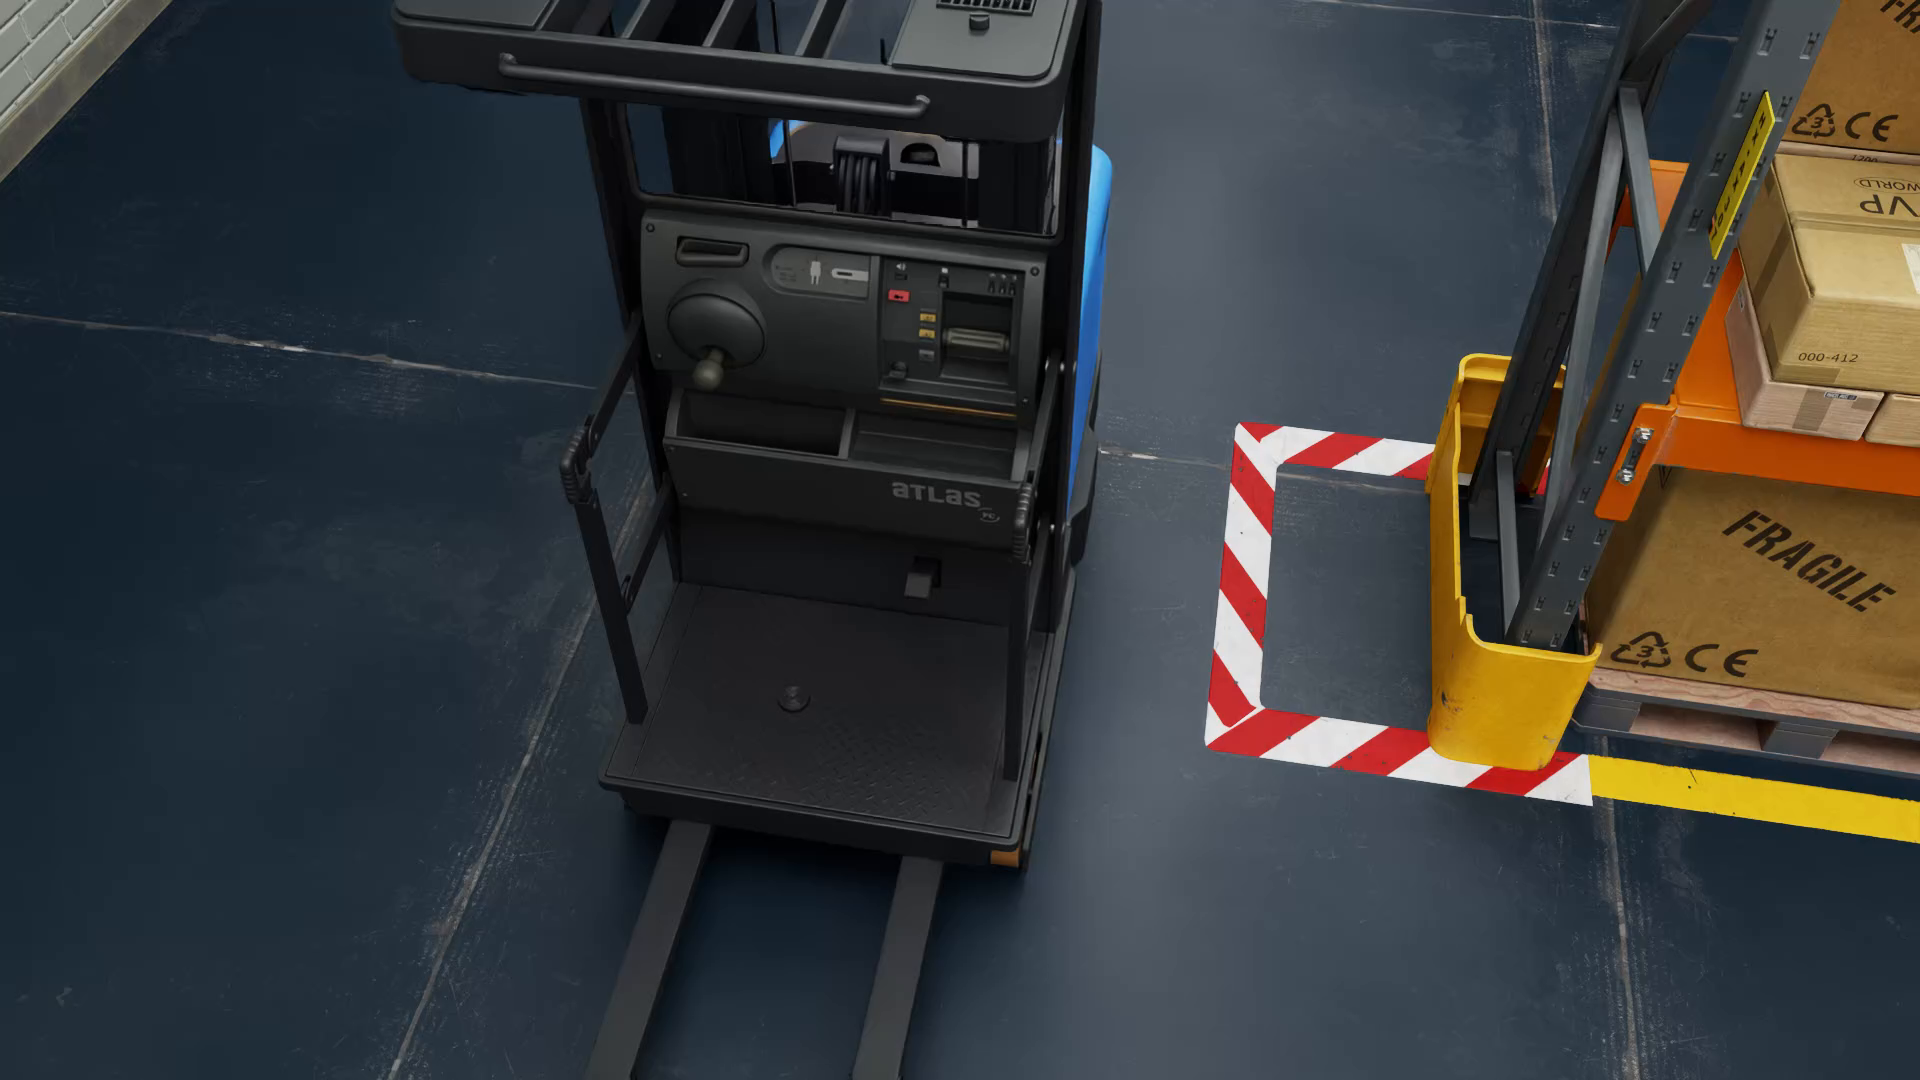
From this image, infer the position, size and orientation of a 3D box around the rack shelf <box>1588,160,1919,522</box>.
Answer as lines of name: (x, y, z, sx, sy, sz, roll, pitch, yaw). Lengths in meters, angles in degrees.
rack shelf: (3.588, -0.288, 3.976, 4.000, 0.370, 1.077, 8, 49, 7)

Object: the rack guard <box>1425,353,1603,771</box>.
rack guard: (1.596, 0.039, 4.879, 0.348, 0.500, 1.175, 8, 49, 7)

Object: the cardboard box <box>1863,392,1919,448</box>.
cardboard box: (2.163, -0.388, 3.751, 0.250, 0.149, 0.380, 7, 48, 6)

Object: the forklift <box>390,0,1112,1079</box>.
forklift: (-0.308, -0.407, 3.645, 1.130, 2.935, 3.031, 8, 49, 7)

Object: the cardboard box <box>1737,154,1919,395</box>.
cardboard box: (2.044, -0.581, 3.656, 0.500, 0.250, 0.500, 7, 48, 6)

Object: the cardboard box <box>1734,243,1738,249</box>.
cardboard box: (2.028, -0.903, 4.214, 0.250, 0.149, 0.380, 9, 49, 8)

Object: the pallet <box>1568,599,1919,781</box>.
pallet: (2.420, 0.188, 4.940, 1.213, 0.211, 1.003, 8, 49, 7)

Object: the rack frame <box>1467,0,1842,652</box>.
rack frame: (1.619, -0.793, 3.946, 0.127, 3.000, 1.000, 8, 49, 7)

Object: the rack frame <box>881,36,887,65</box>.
rack frame: (-0.173, -1.038, 5.376, 0.006, 1.200, 0.240, -25, 53, -21)

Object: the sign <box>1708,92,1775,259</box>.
sign: (1.515, -0.703, 3.230, 0.005, 0.325, 0.100, 8, 49, 7)

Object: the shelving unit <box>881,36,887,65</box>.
shelving unit: (-0.095, -1.074, 5.408, 0.189, 1.200, 0.258, -25, 53, -21)

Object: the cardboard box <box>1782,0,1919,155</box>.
cardboard box: (2.146, -1.221, 3.727, 0.500, 0.500, 0.500, 8, 49, 7)

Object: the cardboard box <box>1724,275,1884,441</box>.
cardboard box: (1.910, -0.421, 3.780, 0.250, 0.149, 0.380, 8, 49, 7)

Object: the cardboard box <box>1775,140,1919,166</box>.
cardboard box: (2.144, -0.972, 4.008, 0.500, 0.250, 0.500, 7, 48, 6)

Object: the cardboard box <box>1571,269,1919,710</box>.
cardboard box: (2.263, -0.197, 4.557, 0.875, 0.875, 0.875, 8, 49, 7)
